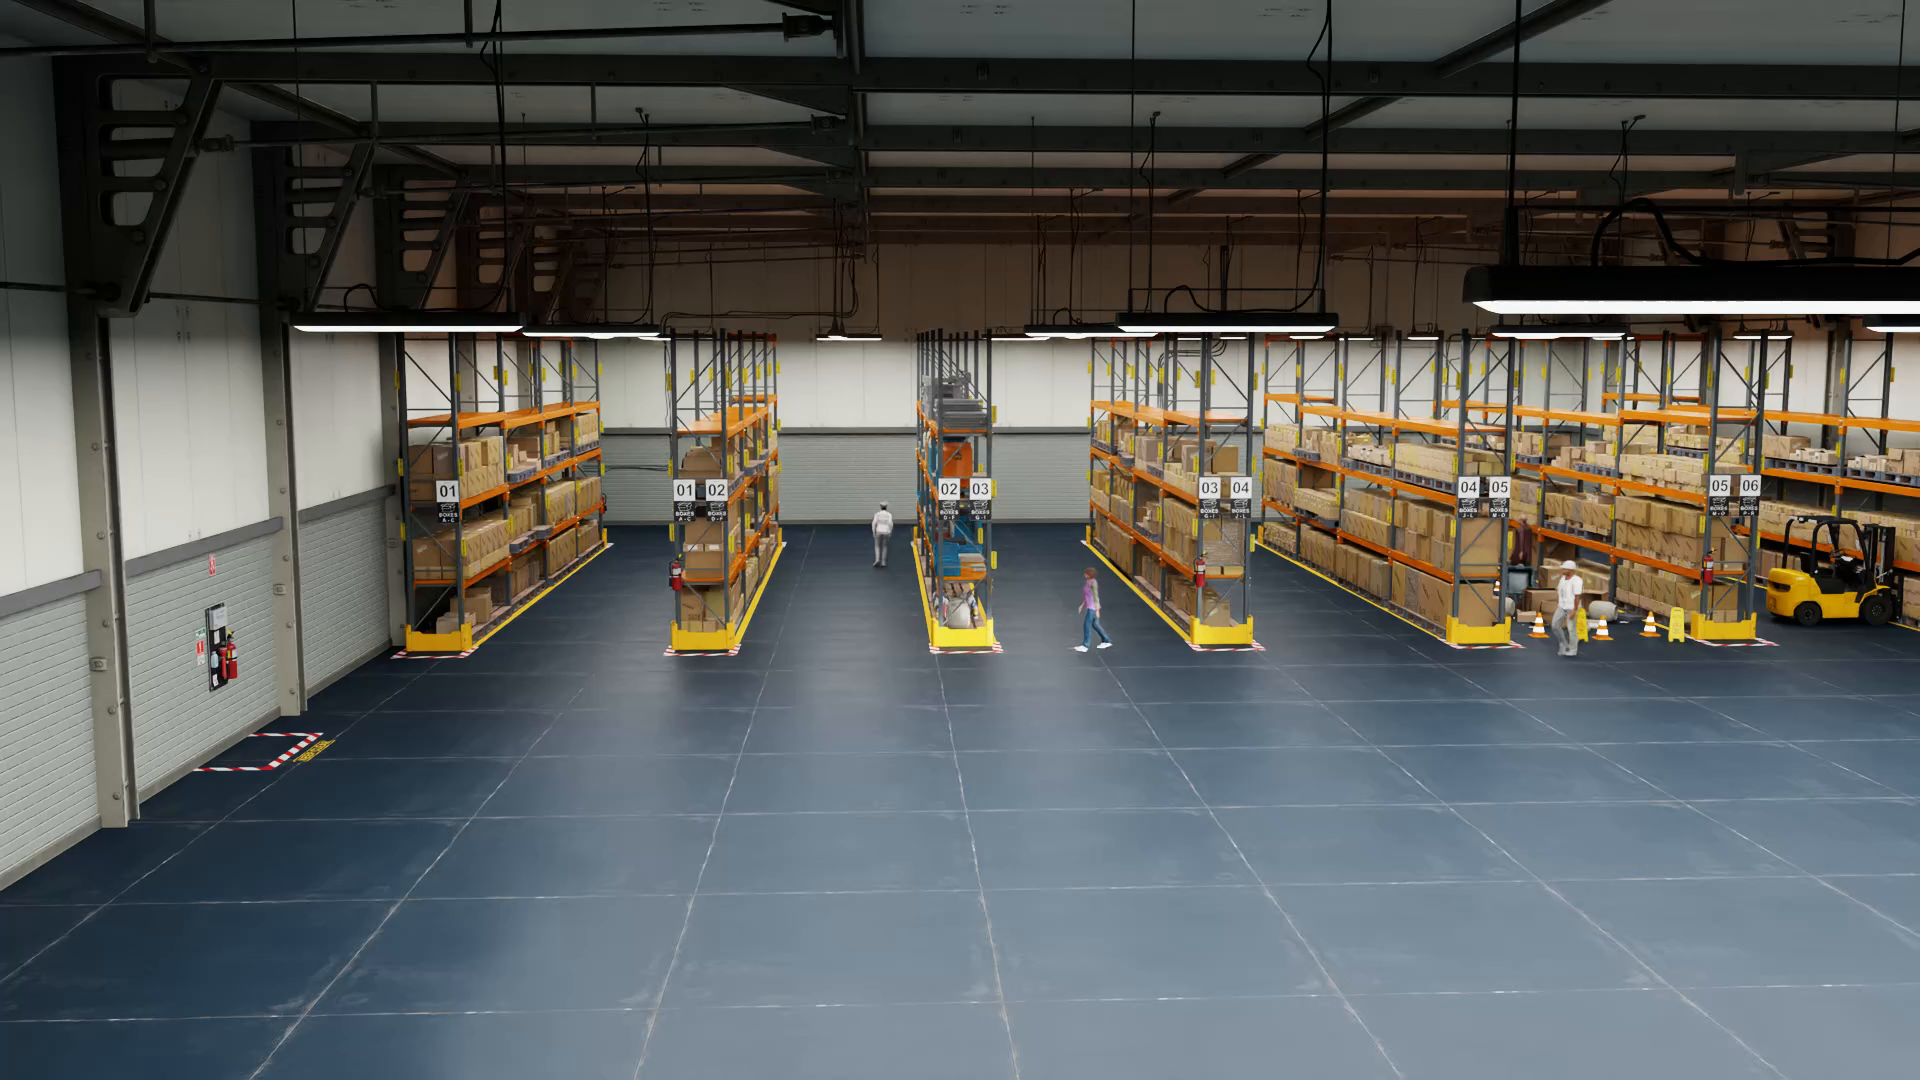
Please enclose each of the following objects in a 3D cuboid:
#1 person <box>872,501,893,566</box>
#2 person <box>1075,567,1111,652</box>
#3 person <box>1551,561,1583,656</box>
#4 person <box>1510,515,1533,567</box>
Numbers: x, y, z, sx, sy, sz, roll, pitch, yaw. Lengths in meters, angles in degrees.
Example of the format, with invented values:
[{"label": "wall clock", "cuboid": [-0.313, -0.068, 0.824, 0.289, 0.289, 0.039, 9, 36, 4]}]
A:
[{"label": "person", "cuboid": [-1.998, -0.145, 42.955, 0.546, 1.679, 0.438, 1, 7, 5]}, {"label": "person", "cuboid": [2.484, 1.284, 31.073, 0.729, 1.579, 0.414, -1, 7, -7]}, {"label": "person", "cuboid": [11.129, 1.266, 30.414, 0.465, 1.791, 0.555, -4, 8, -30]}, {"label": "person", "cuboid": [13.069, 0.326, 38.486, 0.571, 1.813, 0.594, -2, 7, -16]}]
